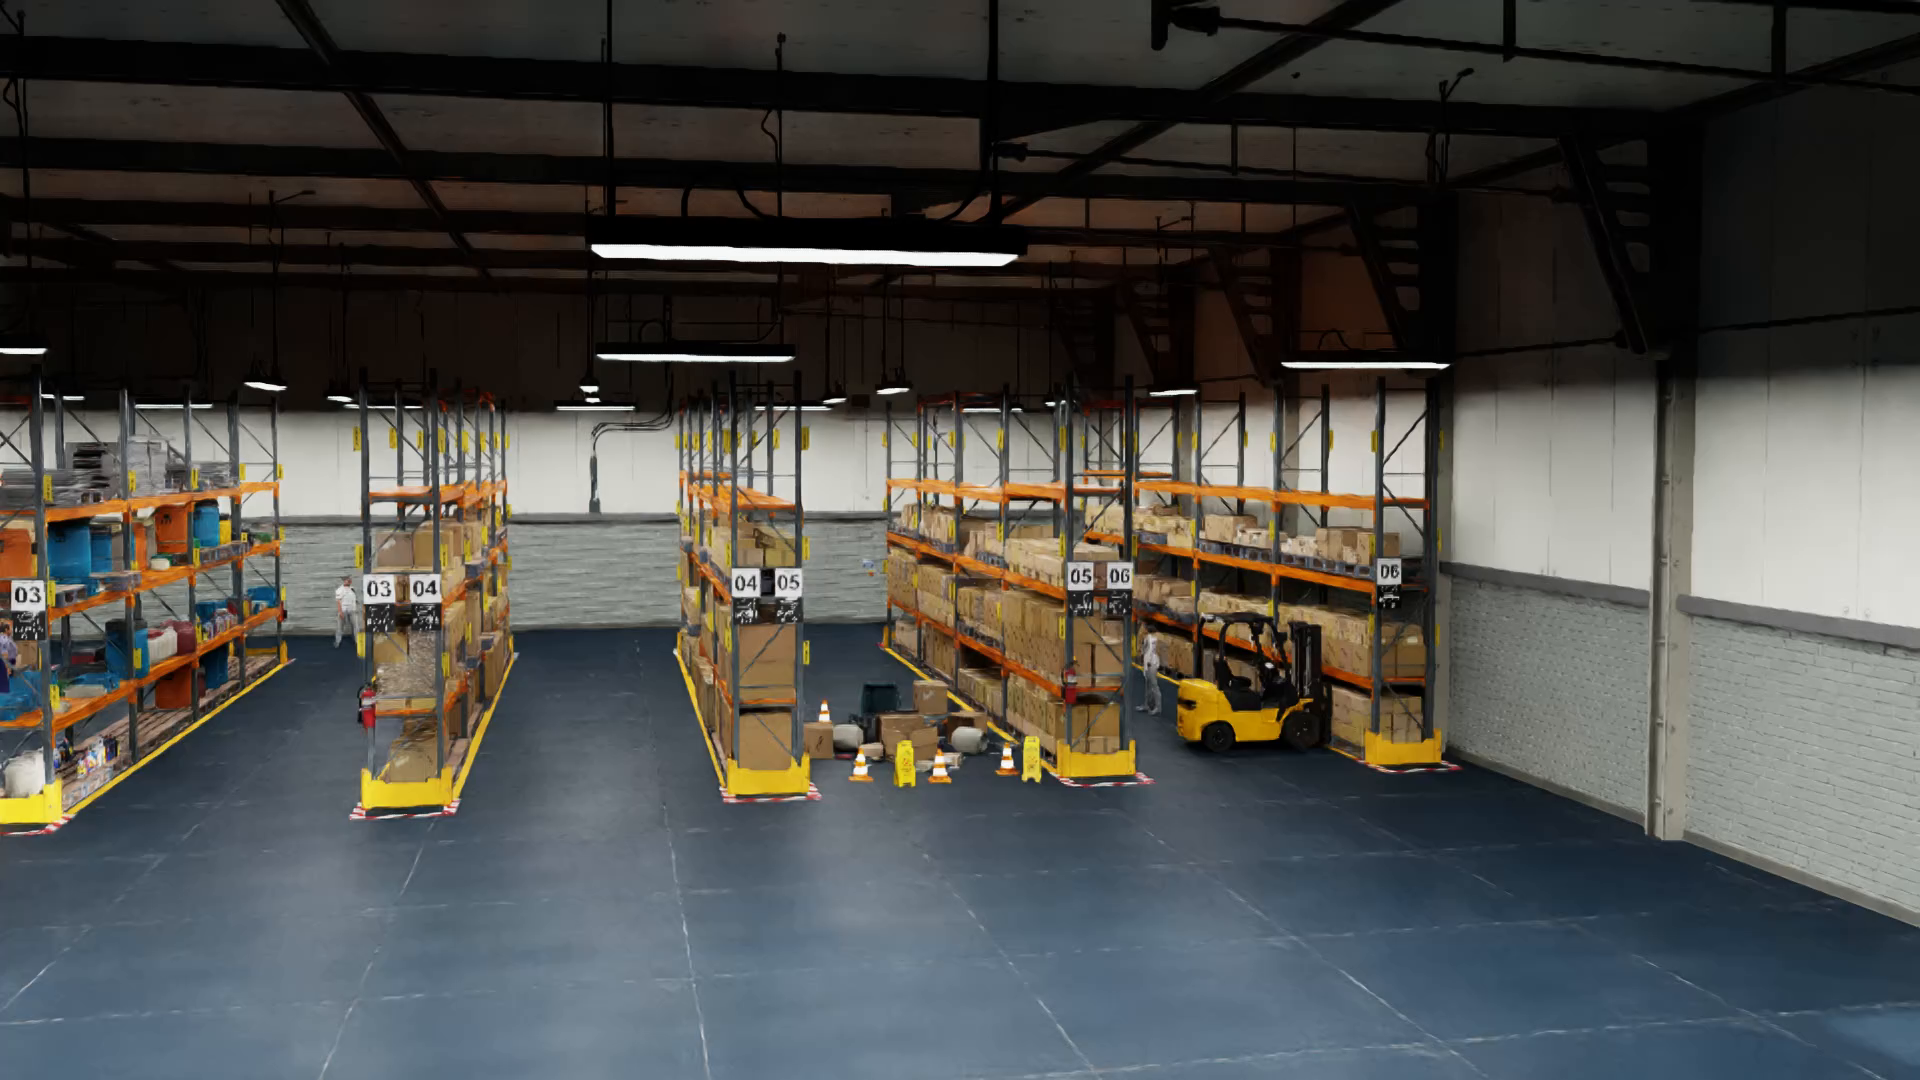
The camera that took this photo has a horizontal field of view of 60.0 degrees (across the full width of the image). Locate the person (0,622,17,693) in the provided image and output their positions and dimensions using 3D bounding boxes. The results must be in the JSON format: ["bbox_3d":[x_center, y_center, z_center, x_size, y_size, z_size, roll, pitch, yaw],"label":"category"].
[{"bbox_3d":[-17.602,2.342,30.708,0.377,1.640,0.608,-2,4,-34],"label":"person"}]

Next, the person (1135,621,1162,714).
[{"bbox_3d":[3.482,2.331,30.644,0.537,1.665,0.573,1,4,17],"label":"person"}]

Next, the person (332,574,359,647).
[{"bbox_3d":[-14.893,1.706,40.483,0.588,1.755,0.772,2,4,27],"label":"person"}]
